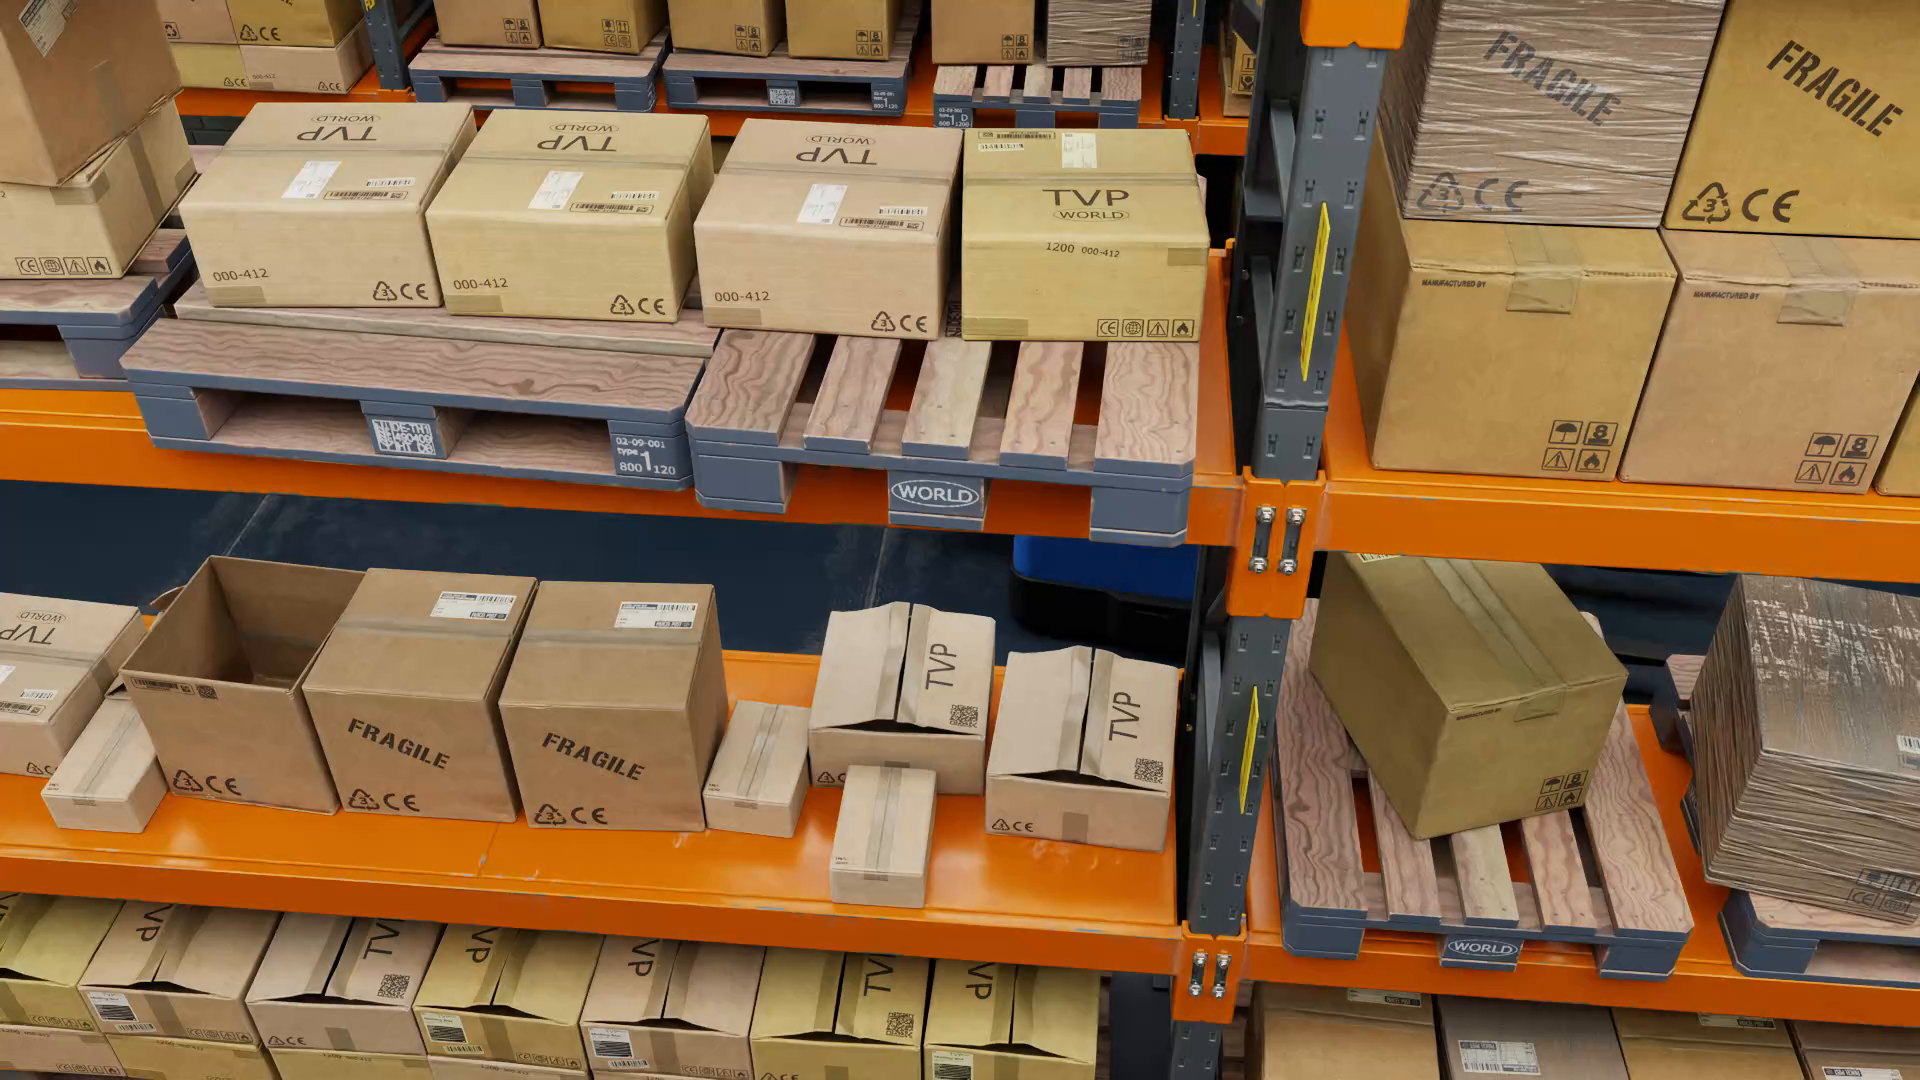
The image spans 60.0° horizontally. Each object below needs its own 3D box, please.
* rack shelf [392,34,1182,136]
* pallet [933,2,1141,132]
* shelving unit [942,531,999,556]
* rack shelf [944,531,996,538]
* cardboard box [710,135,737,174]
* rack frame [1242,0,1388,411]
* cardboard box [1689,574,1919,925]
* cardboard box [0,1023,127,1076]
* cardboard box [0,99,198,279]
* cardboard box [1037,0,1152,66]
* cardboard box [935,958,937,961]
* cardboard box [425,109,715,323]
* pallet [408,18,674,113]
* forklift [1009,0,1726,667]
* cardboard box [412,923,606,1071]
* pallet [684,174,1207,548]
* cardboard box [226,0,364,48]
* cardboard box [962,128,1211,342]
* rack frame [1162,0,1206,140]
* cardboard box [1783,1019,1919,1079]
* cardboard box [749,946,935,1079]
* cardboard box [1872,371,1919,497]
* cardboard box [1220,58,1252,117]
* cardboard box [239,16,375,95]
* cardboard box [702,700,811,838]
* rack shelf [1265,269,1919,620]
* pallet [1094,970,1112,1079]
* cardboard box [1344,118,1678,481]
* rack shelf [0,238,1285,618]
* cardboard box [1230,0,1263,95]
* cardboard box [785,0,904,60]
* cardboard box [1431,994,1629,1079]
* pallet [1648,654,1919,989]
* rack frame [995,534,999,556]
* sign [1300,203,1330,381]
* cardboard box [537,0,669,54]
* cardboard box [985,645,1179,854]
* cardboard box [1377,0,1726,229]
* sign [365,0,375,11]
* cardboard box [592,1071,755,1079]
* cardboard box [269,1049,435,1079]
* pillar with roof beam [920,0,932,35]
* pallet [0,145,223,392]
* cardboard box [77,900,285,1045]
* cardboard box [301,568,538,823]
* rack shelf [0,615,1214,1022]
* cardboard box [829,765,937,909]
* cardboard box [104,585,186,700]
[{"bbox_3d":[-0.856,-2.357,8.839,4.000,0.370,1.077,3,39,4],"label":"rack shelf"},{"bbox_3d":[0.418,-2.424,8.504,1.003,0.211,1.213,3,39,4],"label":"pallet"},{"bbox_3d":[0.053,-0.404,7.415,0.252,1.050,0.215,3,39,4],"label":"shelving unit"},{"bbox_3d":[0.053,-0.180,7.597,0.240,0.259,0.215,3,39,4],"label":"rack shelf"},{"bbox_3d":[-1.156,-2.159,9.064,0.500,0.250,0.500,2,39,3],"label":"cardboard box"},{"bbox_3d":[0.713,-1.738,2.756,0.127,3.000,1.000,3,39,4],"label":"rack frame"},{"bbox_3d":[2.245,0.521,4.322,0.500,0.500,0.700,10,40,12],"label":"cardboard box"},{"bbox_3d":[-2.891,1.453,5.435,0.500,0.250,0.500,2,39,3],"label":"cardboard box"},{"bbox_3d":[-2.111,-0.829,3.802,0.500,0.250,0.500,0,39,-1],"label":"cardboard box"},{"bbox_3d":[0.668,-2.755,8.331,0.500,0.500,0.700,-1,39,-1],"label":"cardboard box"},{"bbox_3d":[-0.284,1.253,5.681,0.500,0.250,0.500,2,39,3],"label":"cardboard box"},{"bbox_3d":[-0.836,-0.724,3.673,0.500,0.250,0.500,2,39,3],"label":"cardboard box"},{"bbox_3d":[-2.099,-2.537,8.643,1.213,0.211,1.003,3,39,4],"label":"pallet"},{"bbox_3d":[1.787,-0.853,6.476,3.031,2.935,1.130,8,40,10],"label":"forklift"},{"bbox_3d":[-1.350,1.319,5.154,0.500,0.311,0.500,4,39,5],"label":"cardboard box"},{"bbox_3d":[0.030,-0.482,3.739,1.003,0.211,1.213,5,39,6],"label":"pallet"},{"bbox_3d":[-3.346,-2.816,8.343,0.500,0.500,0.500,3,39,4],"label":"cardboard box"},{"bbox_3d":[0.256,-0.668,3.605,0.500,0.250,0.500,0,39,1],"label":"cardboard box"},{"bbox_3d":[1.137,-2.527,8.478,0.127,3.000,1.000,3,39,4],"label":"rack frame"},{"bbox_3d":[2.684,1.673,4.950,0.500,0.500,0.500,2,39,2],"label":"cardboard box"},{"bbox_3d":[-0.348,1.377,5.083,0.500,0.311,0.500,3,39,3],"label":"cardboard box"},{"bbox_3d":[2.177,-0.554,3.600,0.500,0.500,0.910,3,39,4],"label":"cardboard box"},{"bbox_3d":[1.445,-2.273,8.350,0.250,0.149,0.380,3,39,3],"label":"cardboard box"},{"bbox_3d":[-3.346,-2.529,8.584,0.500,0.250,0.500,3,39,4],"label":"cardboard box"},{"bbox_3d":[-0.562,0.652,4.771,0.250,0.149,0.380,6,40,7],"label":"cardboard box"},{"bbox_3d":[2.706,-0.186,3.797,4.000,0.370,1.077,3,39,4],"label":"rack shelf"},{"bbox_3d":[-0.103,1.601,5.616,1.213,0.211,1.003,3,39,4],"label":"pallet"},{"bbox_3d":[1.151,-0.610,3.669,0.500,0.500,0.910,3,39,4],"label":"cardboard box"},{"bbox_3d":[-1.279,-0.404,4.064,4.000,0.370,1.077,3,39,4],"label":"rack shelf"},{"bbox_3d":[1.599,-2.501,8.116,0.500,0.500,0.500,4,39,5],"label":"cardboard box"},{"bbox_3d":[-0.575,-2.809,8.397,0.500,0.500,0.700,3,39,4],"label":"cardboard box"},{"bbox_3d":[1.664,1.617,5.018,0.500,0.500,0.500,2,39,2],"label":"cardboard box"},{"bbox_3d":[2.651,0.766,4.584,1.213,0.211,1.003,3,39,4],"label":"pallet"},{"bbox_3d":[0.175,-0.398,7.407,0.008,1.050,0.200,3,39,4],"label":"rack frame"},{"bbox_3d":[0.657,-0.457,3.087,0.005,0.325,0.100,3,39,4],"label":"sign"},{"bbox_3d":[-1.788,-2.870,8.472,0.500,0.500,0.700,7,40,8],"label":"cardboard box"},{"bbox_3d":[0.355,0.576,4.736,0.500,0.311,0.500,5,39,7],"label":"cardboard box"},{"bbox_3d":[1.147,-0.973,3.322,0.500,0.500,0.500,3,39,4],"label":"cardboard box"},{"bbox_3d":[-2.887,-2.739,8.053,0.005,0.325,0.100,3,39,4],"label":"sign"},{"bbox_3d":[-0.846,1.562,5.300,0.500,0.250,0.500,4,39,5],"label":"cardboard box"},{"bbox_3d":[-1.866,1.508,5.367,0.500,0.250,0.500,2,39,2],"label":"cardboard box"},{"bbox_3d":[-0.455,-2.761,4.013,0.400,9.000,9.100,3,39,4],"label":"pillar with roof beam"},{"bbox_3d":[-2.392,-0.678,3.982,1.217,0.209,0.805,2,39,2],"label":"pallet"},{"bbox_3d":[-2.383,1.267,5.219,0.500,0.311,0.500,3,39,3],"label":"cardboard box"},{"bbox_3d":[-1.484,0.440,4.754,0.500,0.500,0.500,3,39,4],"label":"cardboard box"},{"bbox_3d":[-1.279,0.759,5.011,4.000,0.370,1.077,3,39,4],"label":"rack shelf"},{"bbox_3d":[-0.207,0.811,4.576,0.250,0.149,0.380,3,39,4],"label":"cardboard box"},{"bbox_3d":[-2.380,0.356,5.043,0.258,0.266,0.396,2,39,3],"label":"cardboard box"}]
